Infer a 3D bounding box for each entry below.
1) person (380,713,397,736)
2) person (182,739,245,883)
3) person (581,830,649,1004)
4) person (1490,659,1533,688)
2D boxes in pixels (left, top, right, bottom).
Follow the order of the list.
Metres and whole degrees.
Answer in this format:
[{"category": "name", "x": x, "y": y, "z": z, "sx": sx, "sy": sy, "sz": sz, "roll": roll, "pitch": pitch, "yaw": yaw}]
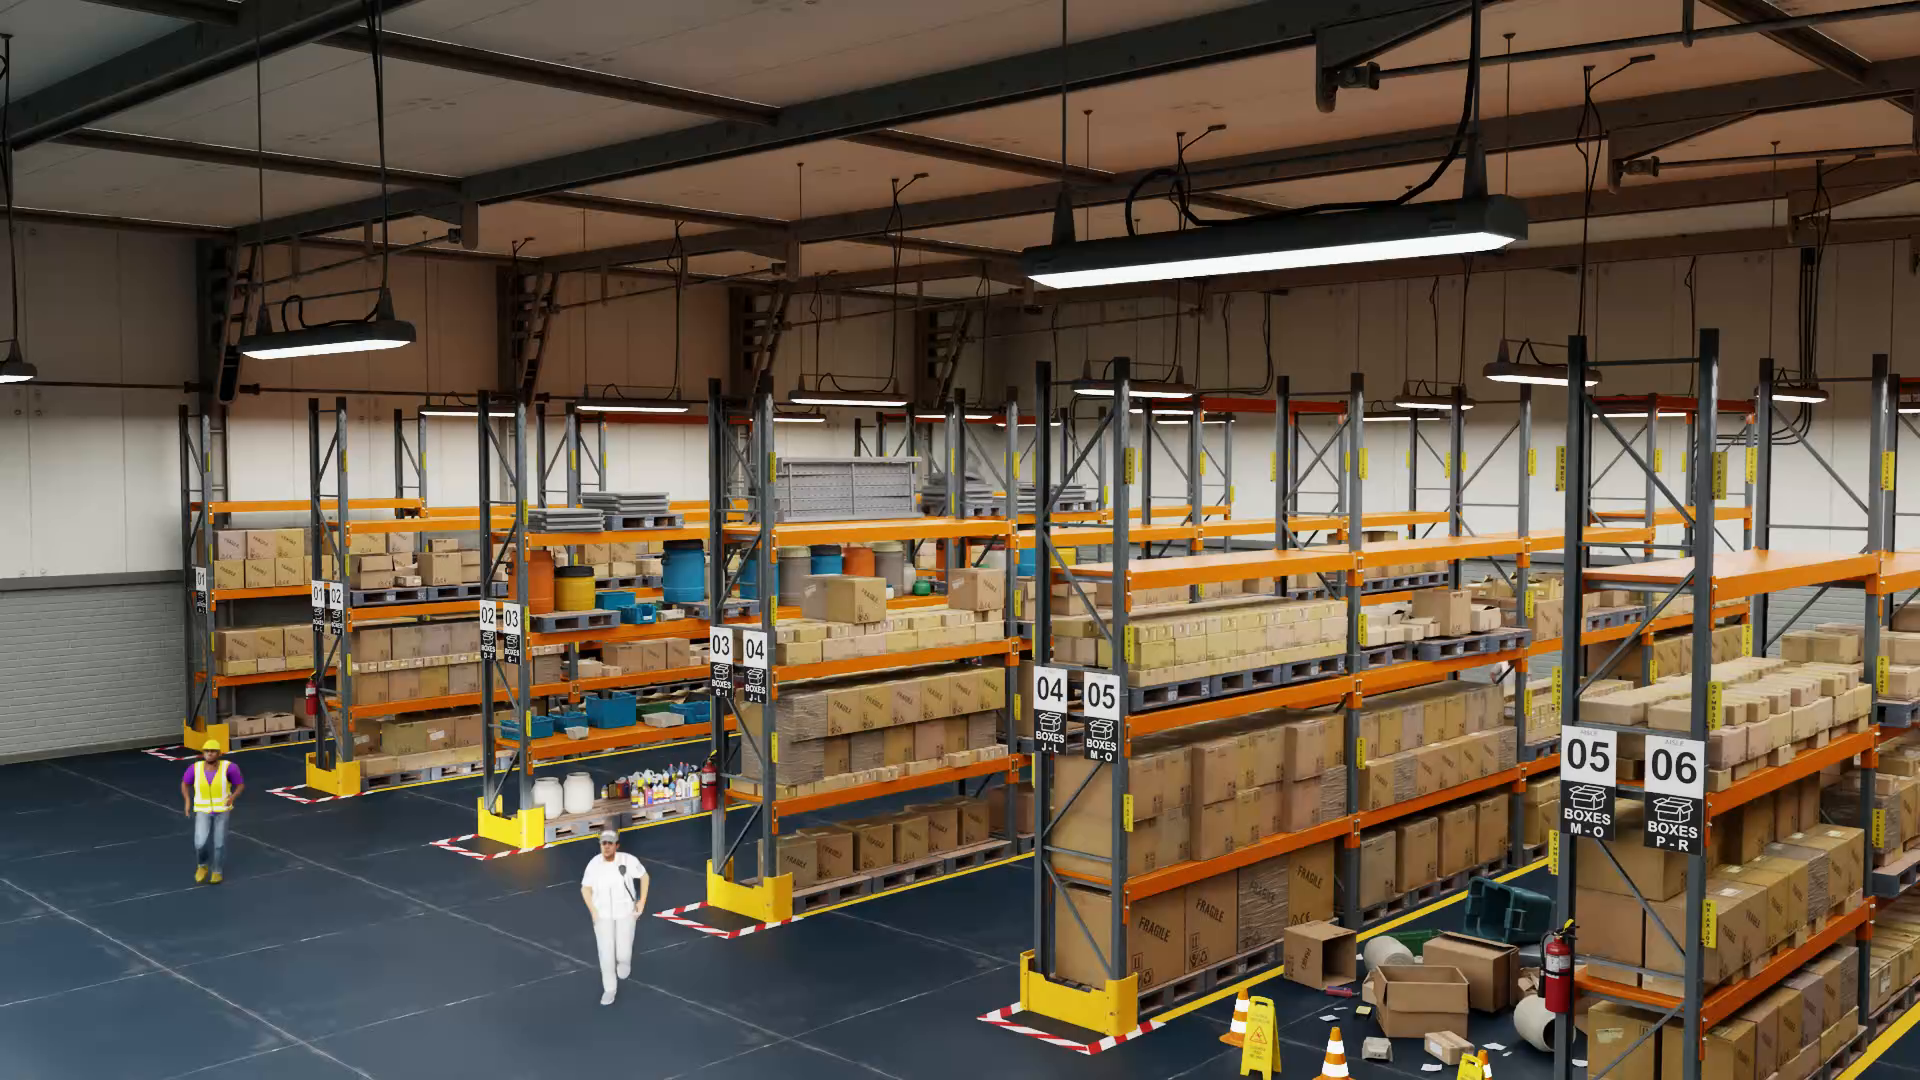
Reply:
[{"category": "person", "x": -9.634, "y": 2.888, "z": 28.039, "sx": 0.514, "sy": 1.624, "sz": 0.661, "roll": 2, "pitch": 4, "yaw": 39}, {"category": "person", "x": -8.912, "y": 3.244, "z": 19.839, "sx": 0.704, "sy": 1.730, "sz": 0.612, "roll": -1, "pitch": 3, "yaw": -21}, {"category": "person", "x": -3.258, "y": 3.535, "z": 15.708, "sx": 0.622, "sy": 1.637, "sz": 0.620, "roll": 0, "pitch": 3, "yaw": -4}, {"category": "person", "x": 9.789, "y": 2.747, "z": 29.400, "sx": 0.683, "sy": 1.772, "sz": 0.674, "roll": 0, "pitch": 3, "yaw": 2}]
